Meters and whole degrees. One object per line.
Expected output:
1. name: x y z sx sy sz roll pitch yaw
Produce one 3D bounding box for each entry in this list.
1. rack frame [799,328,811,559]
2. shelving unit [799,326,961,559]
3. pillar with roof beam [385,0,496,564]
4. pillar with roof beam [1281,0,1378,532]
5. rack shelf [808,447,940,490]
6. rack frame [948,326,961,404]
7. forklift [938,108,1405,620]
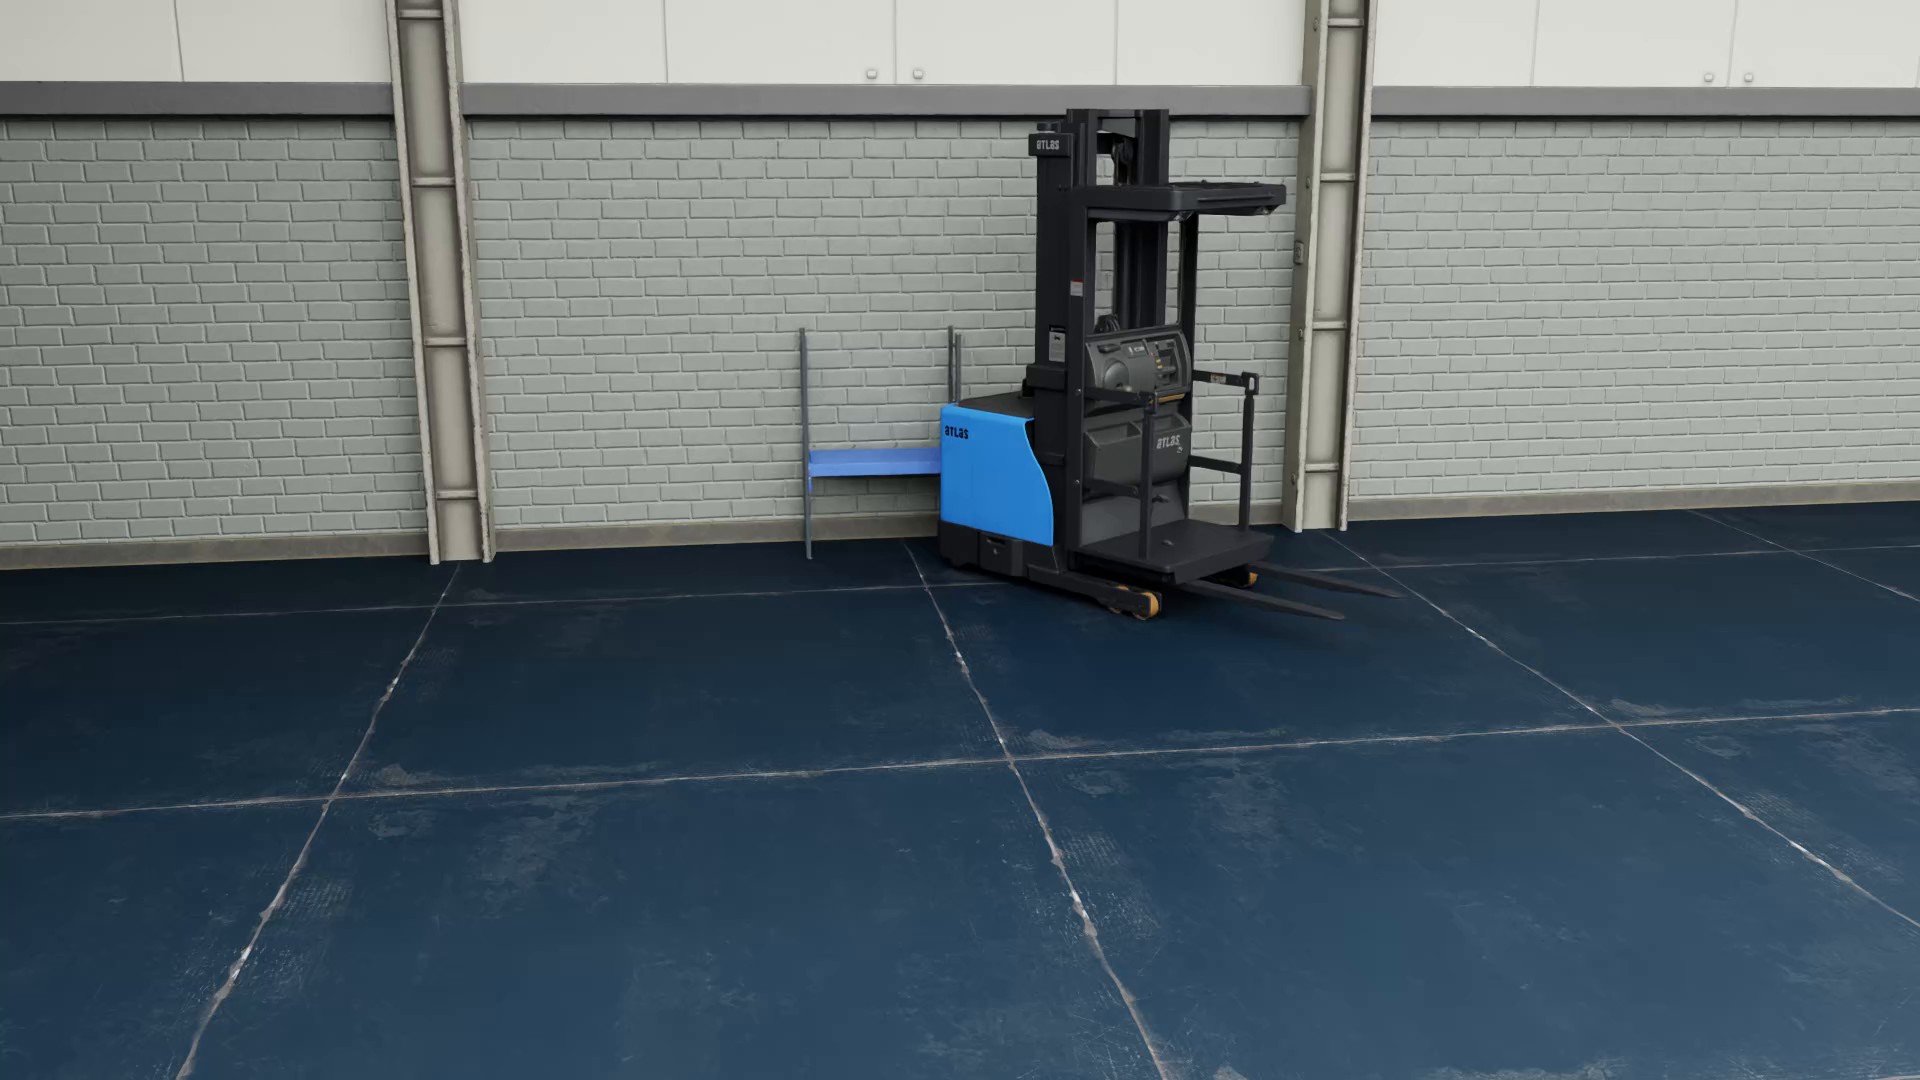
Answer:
1. rack frame: -1.047 -0.657 11.258 0.032 1.500 0.500 -2 14 -7
2. shelving unit: -0.542 -0.672 11.317 1.048 1.500 0.538 -2 14 -7
3. pillar with roof beam: -2.716 -3.211 6.028 0.400 9.000 9.100 -2 14 -8
4. pillar with roof beam: 3.217 -3.429 6.895 0.400 9.000 9.100 -2 14 -8
5. rack shelf: -0.542 -0.497 11.361 1.000 0.185 0.538 -2 14 -7
6. rack frame: -0.038 -0.686 11.376 0.032 1.500 0.500 -2 14 -7
7. forklift: 1.248 -1.091 10.046 1.130 2.935 3.031 -14 19 -43
